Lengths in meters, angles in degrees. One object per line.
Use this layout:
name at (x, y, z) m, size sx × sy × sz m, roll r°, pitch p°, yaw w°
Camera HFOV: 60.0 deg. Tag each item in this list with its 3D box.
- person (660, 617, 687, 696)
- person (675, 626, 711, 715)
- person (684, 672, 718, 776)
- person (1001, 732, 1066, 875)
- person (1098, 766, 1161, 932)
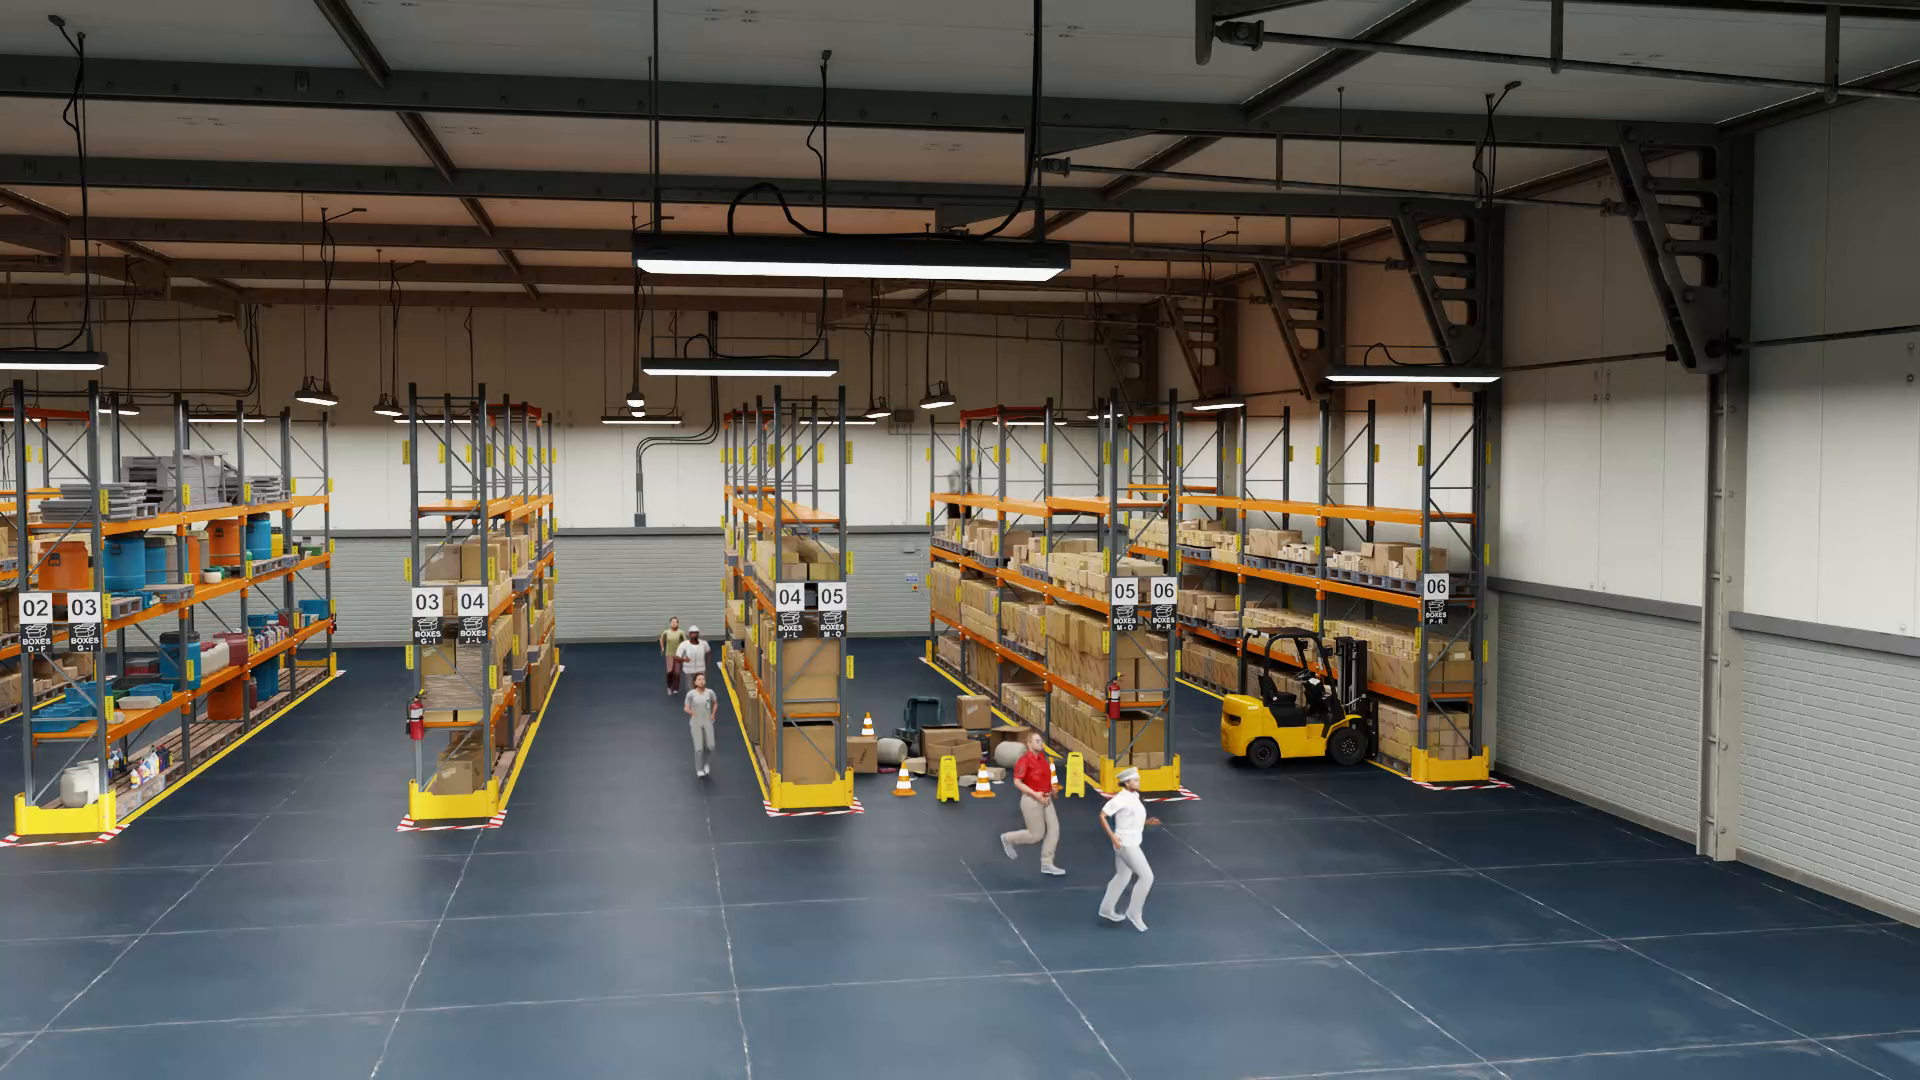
person at (-5.939, 2.414, 34.526) m, size 0.558 × 1.638 × 0.626 m, roll -1°, pitch 3°, yaw -12°
person at (-5.014, 2.491, 31.398) m, size 0.708 × 1.748 × 0.960 m, roll -1°, pitch 3°, yaw -17°
person at (-3.996, 2.870, 25.795) m, size 0.550 × 1.627 × 0.555 m, roll -1°, pitch 3°, yaw -18°
person at (0.913, 3.153, 19.992) m, size 0.829 × 1.683 × 0.677 m, roll 2°, pitch 4°, yaw 35°
person at (1.797, 3.270, 17.639) m, size 0.686 × 1.729 × 0.557 m, roll 1°, pitch 3°, yaw 18°
